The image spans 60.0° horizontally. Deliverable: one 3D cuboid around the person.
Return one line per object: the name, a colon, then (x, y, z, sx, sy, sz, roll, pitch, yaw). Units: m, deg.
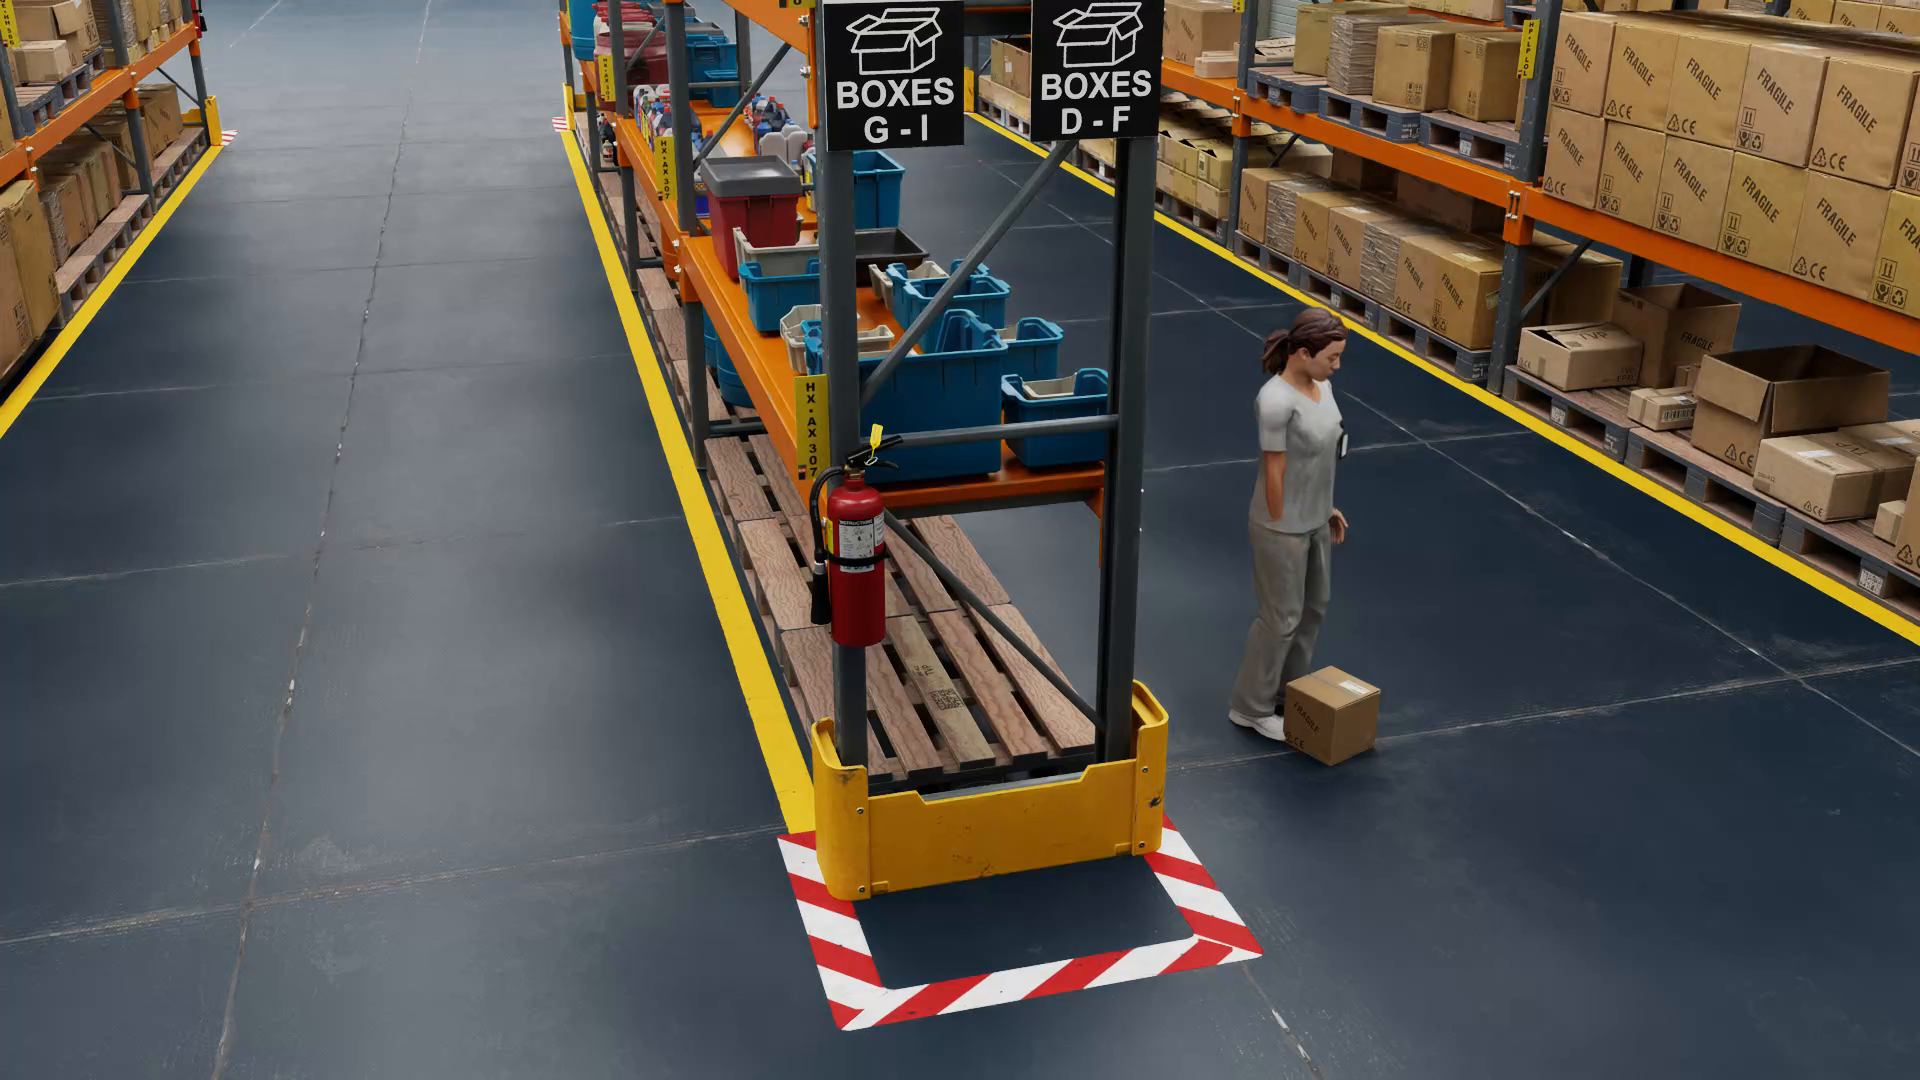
person: (1.254, -0.071, 6.282, 0.358, 1.671, 0.444, 18, 29, 35)
